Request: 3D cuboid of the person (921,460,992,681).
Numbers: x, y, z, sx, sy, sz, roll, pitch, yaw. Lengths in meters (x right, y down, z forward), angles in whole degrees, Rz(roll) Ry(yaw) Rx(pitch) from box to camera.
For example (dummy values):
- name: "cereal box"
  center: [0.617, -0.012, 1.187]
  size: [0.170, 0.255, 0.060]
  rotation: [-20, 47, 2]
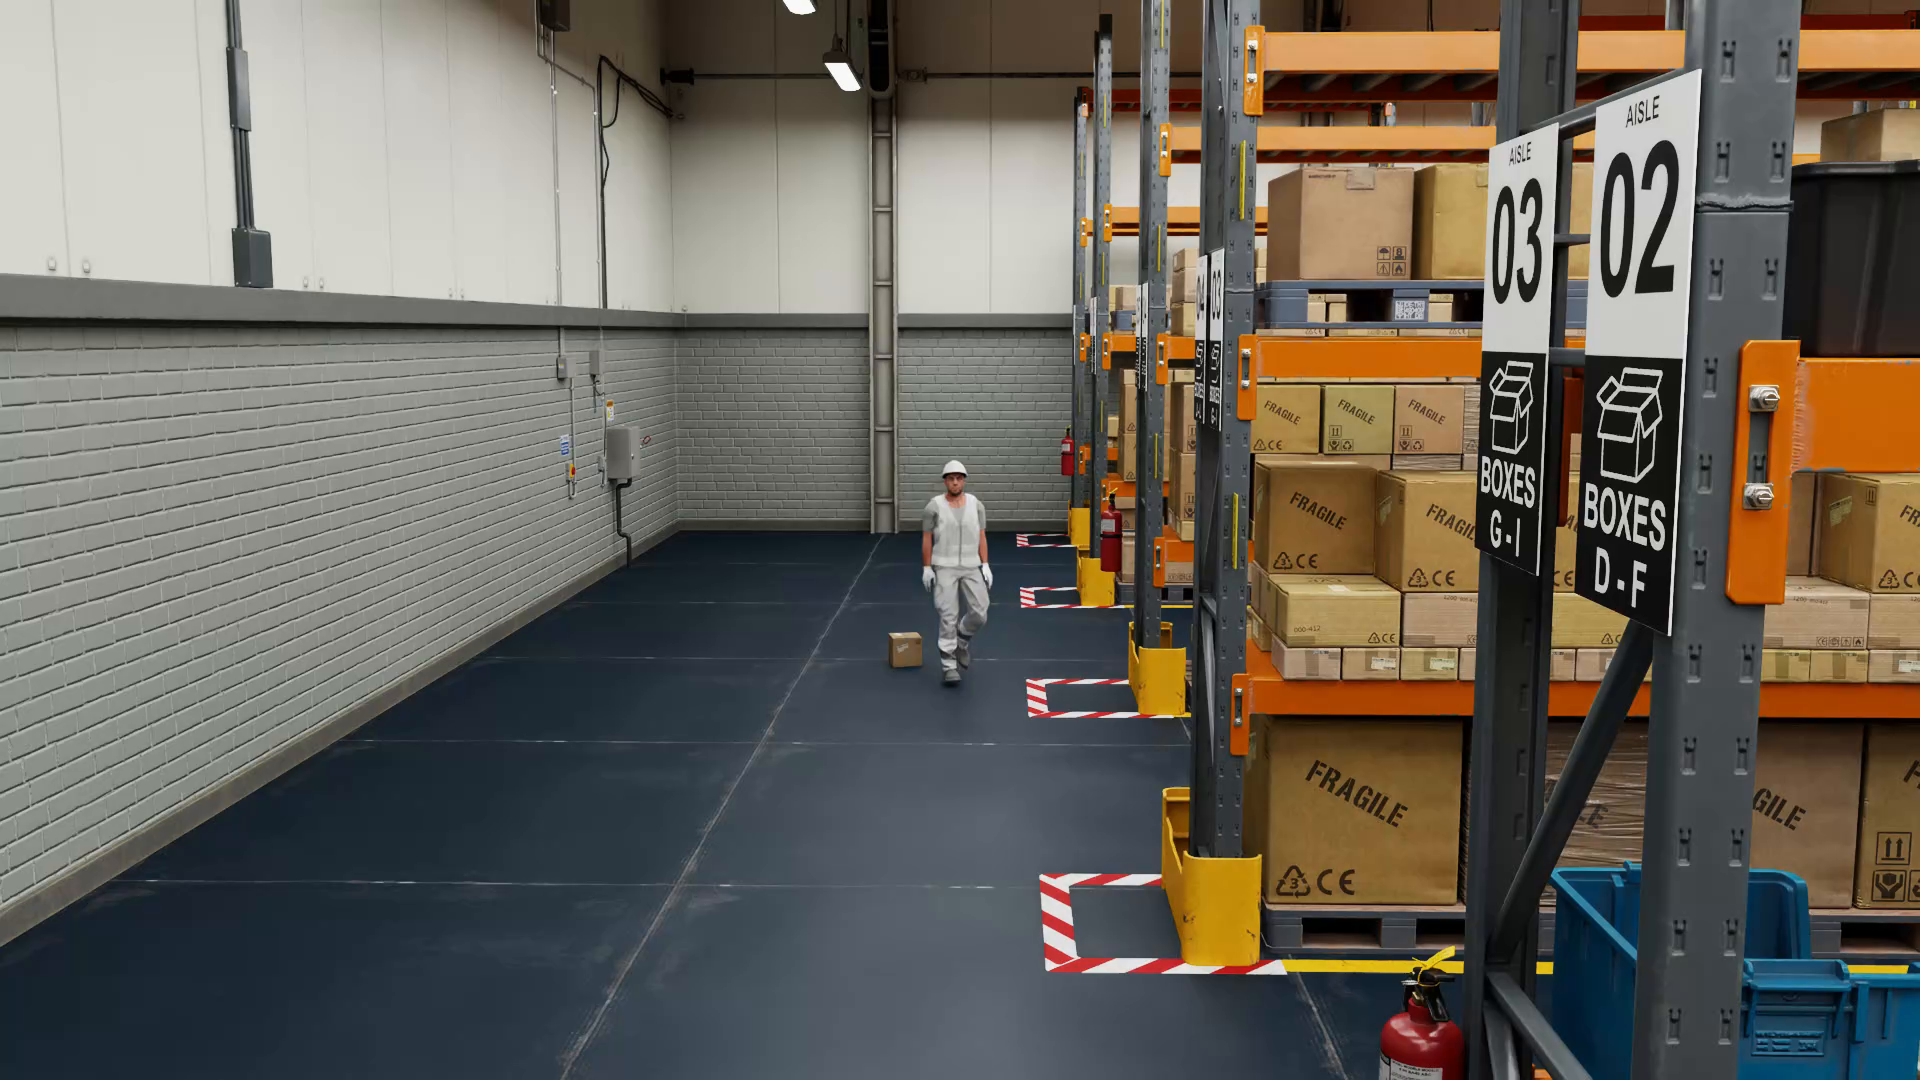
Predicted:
- name: "person"
  center: [-0.028, 0.239, 13.507]
  size: [0.578, 1.779, 0.540]
  rotation: [-2, 7, -14]
